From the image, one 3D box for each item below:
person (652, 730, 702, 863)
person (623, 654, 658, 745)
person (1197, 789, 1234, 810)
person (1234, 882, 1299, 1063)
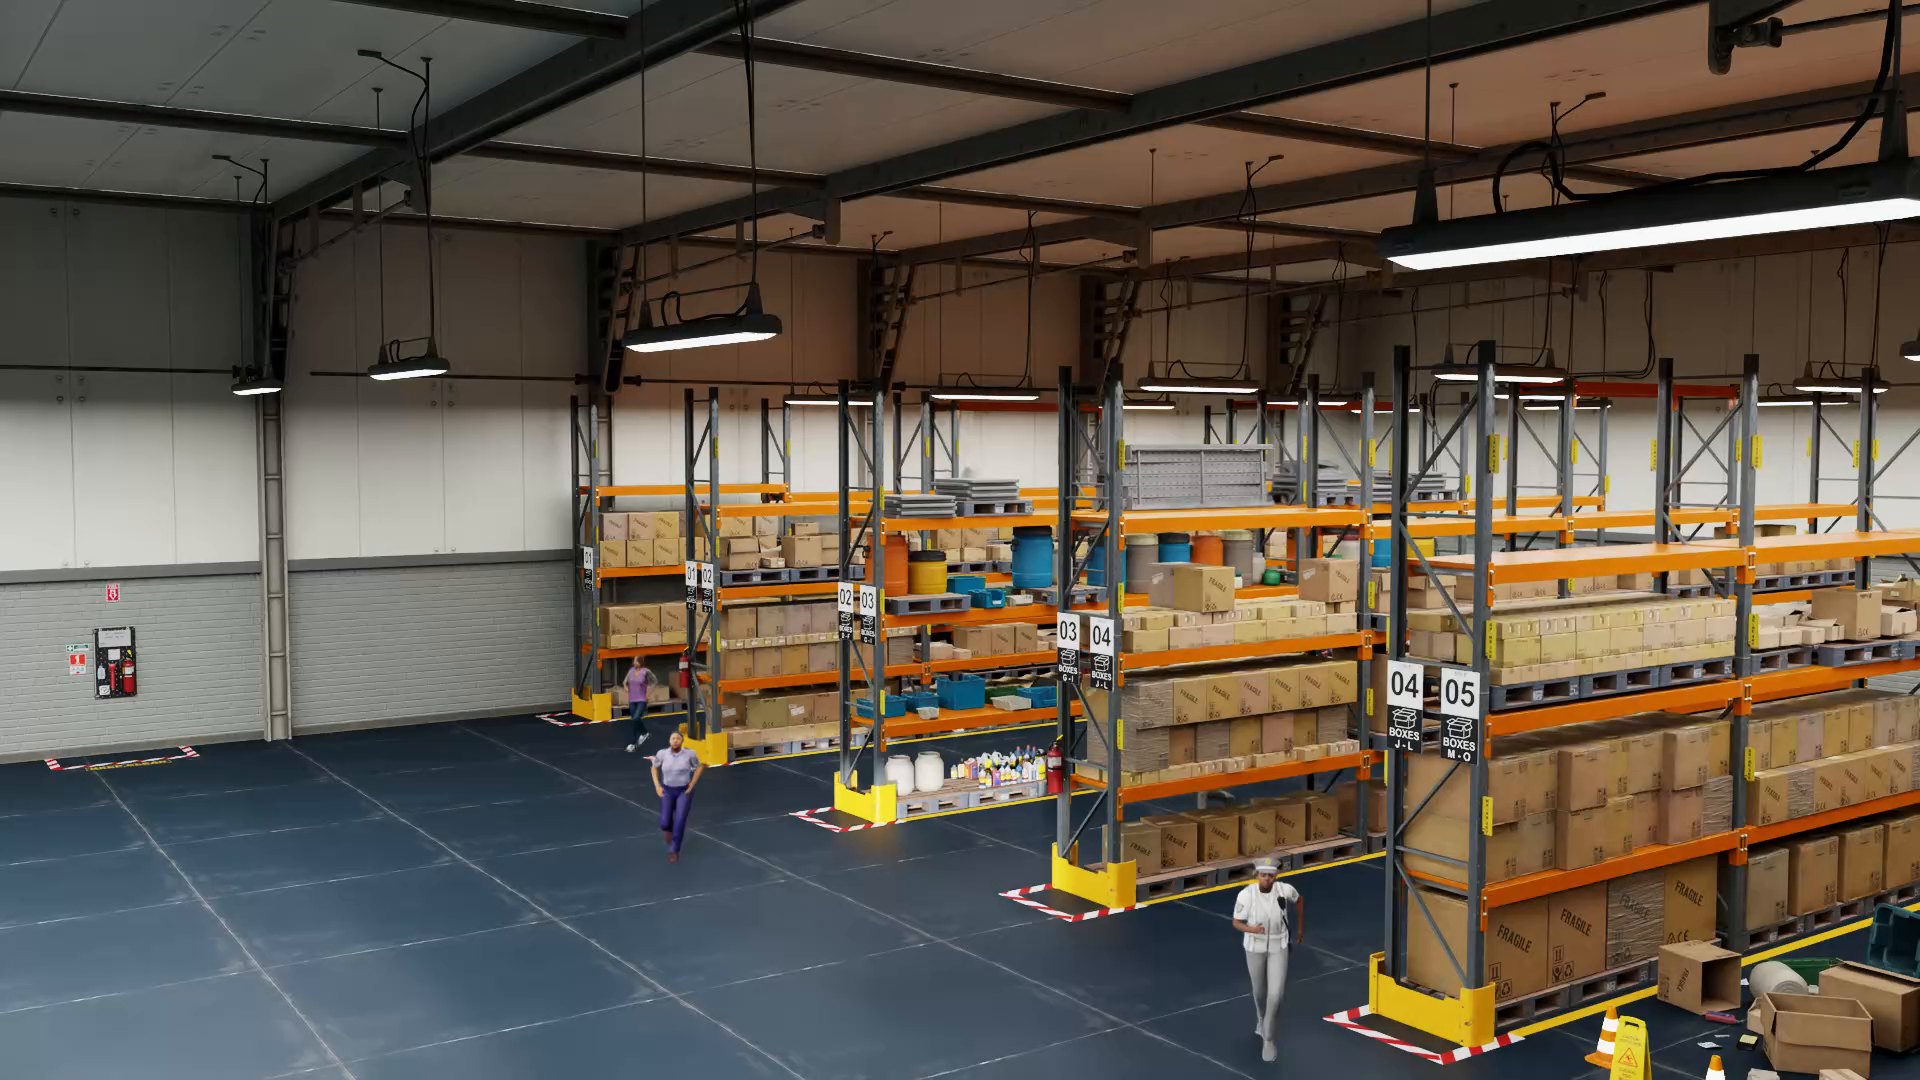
[{"bbox_3d":[-3.500,3.137,20.574,0.624,1.613,0.561,0,3,-6],"label":"person"},{"bbox_3d":[-5.332,2.640,27.737,0.576,1.490,0.660,1,4,19],"label":"person"},{"bbox_3d":[3.369,3.008,22.161,0.852,1.683,0.641,-3,4,-37],"label":"person"},{"bbox_3d":[4.545,3.071,21.345,2.309,1.668,15.751,1,3,8],"label":"person"}]
